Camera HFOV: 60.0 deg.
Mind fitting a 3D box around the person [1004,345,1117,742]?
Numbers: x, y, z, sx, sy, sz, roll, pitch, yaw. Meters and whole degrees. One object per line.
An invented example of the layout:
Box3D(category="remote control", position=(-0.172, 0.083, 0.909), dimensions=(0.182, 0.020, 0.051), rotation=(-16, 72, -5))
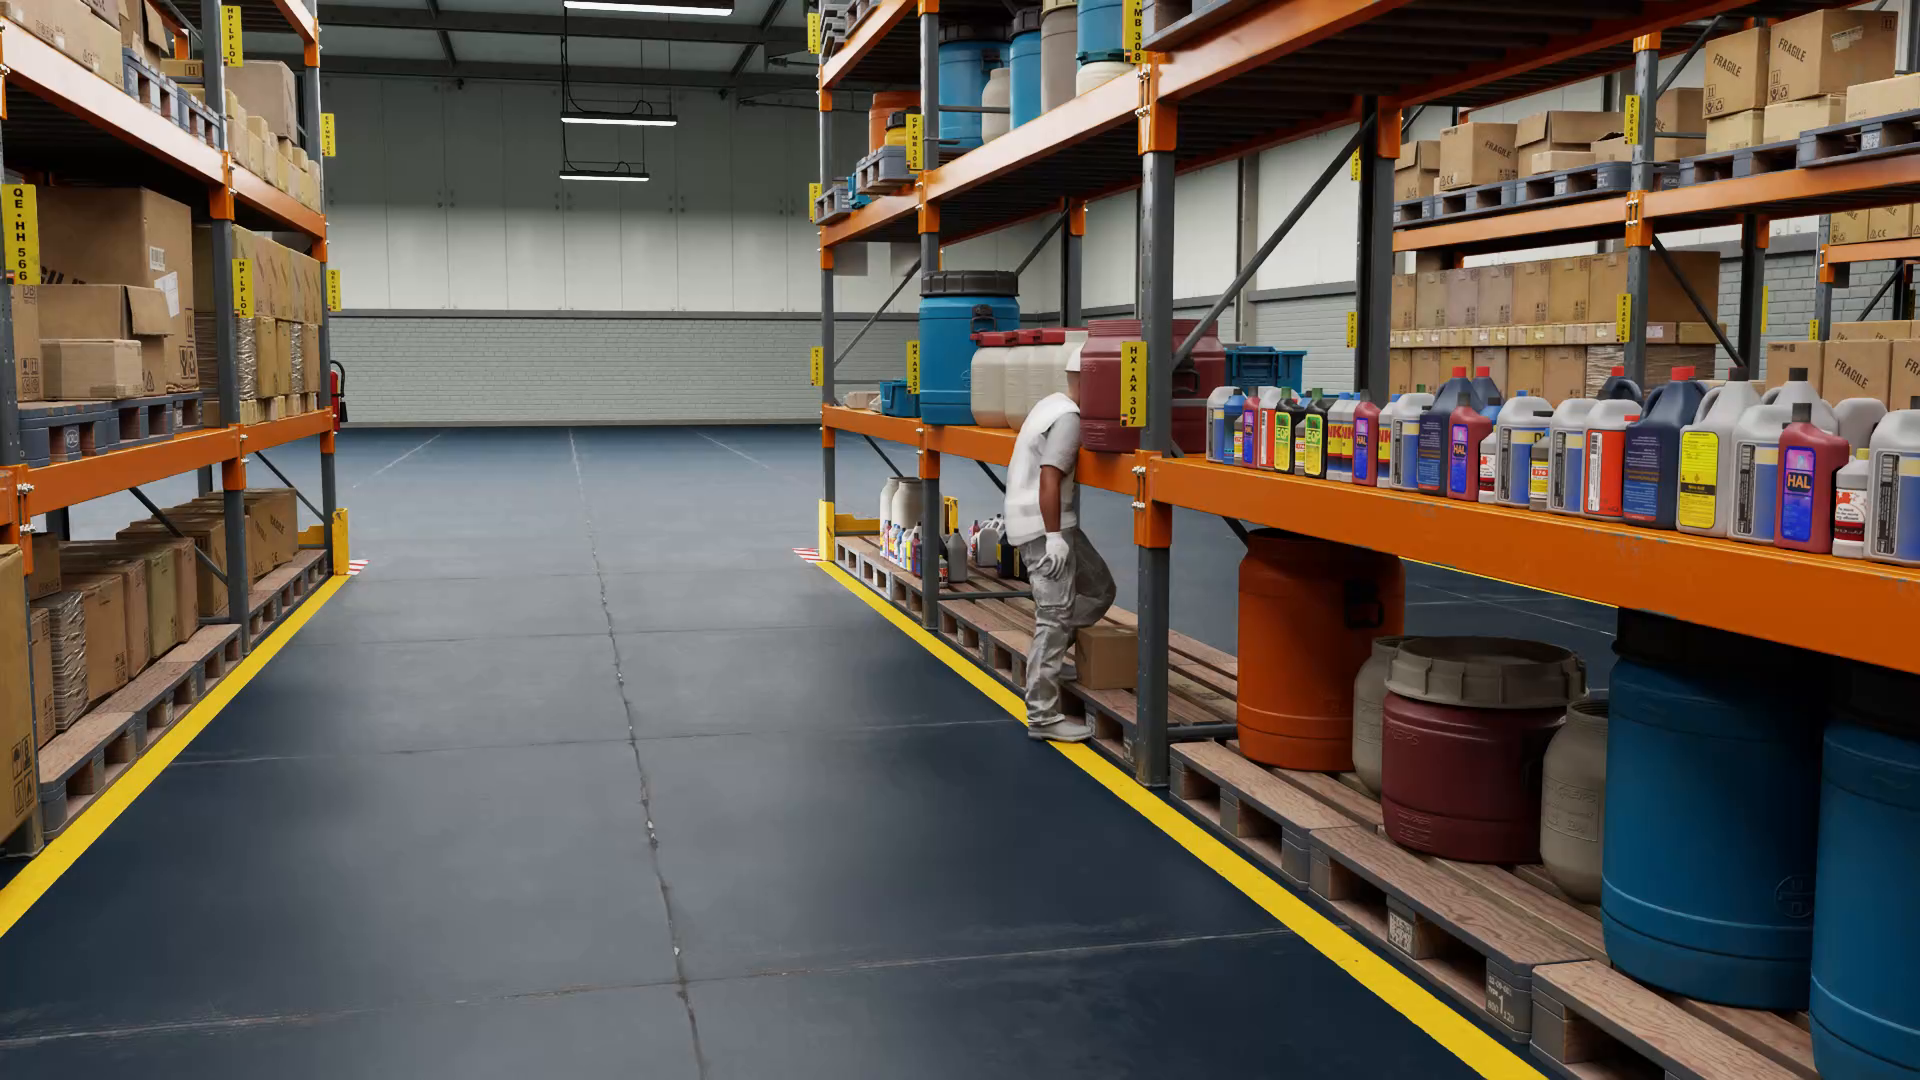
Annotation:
Box3D(category="person", position=(0.471, -0.004, 7.501), dimensions=(0.541, 1.750, 0.628), rotation=(0, 6, 0))
